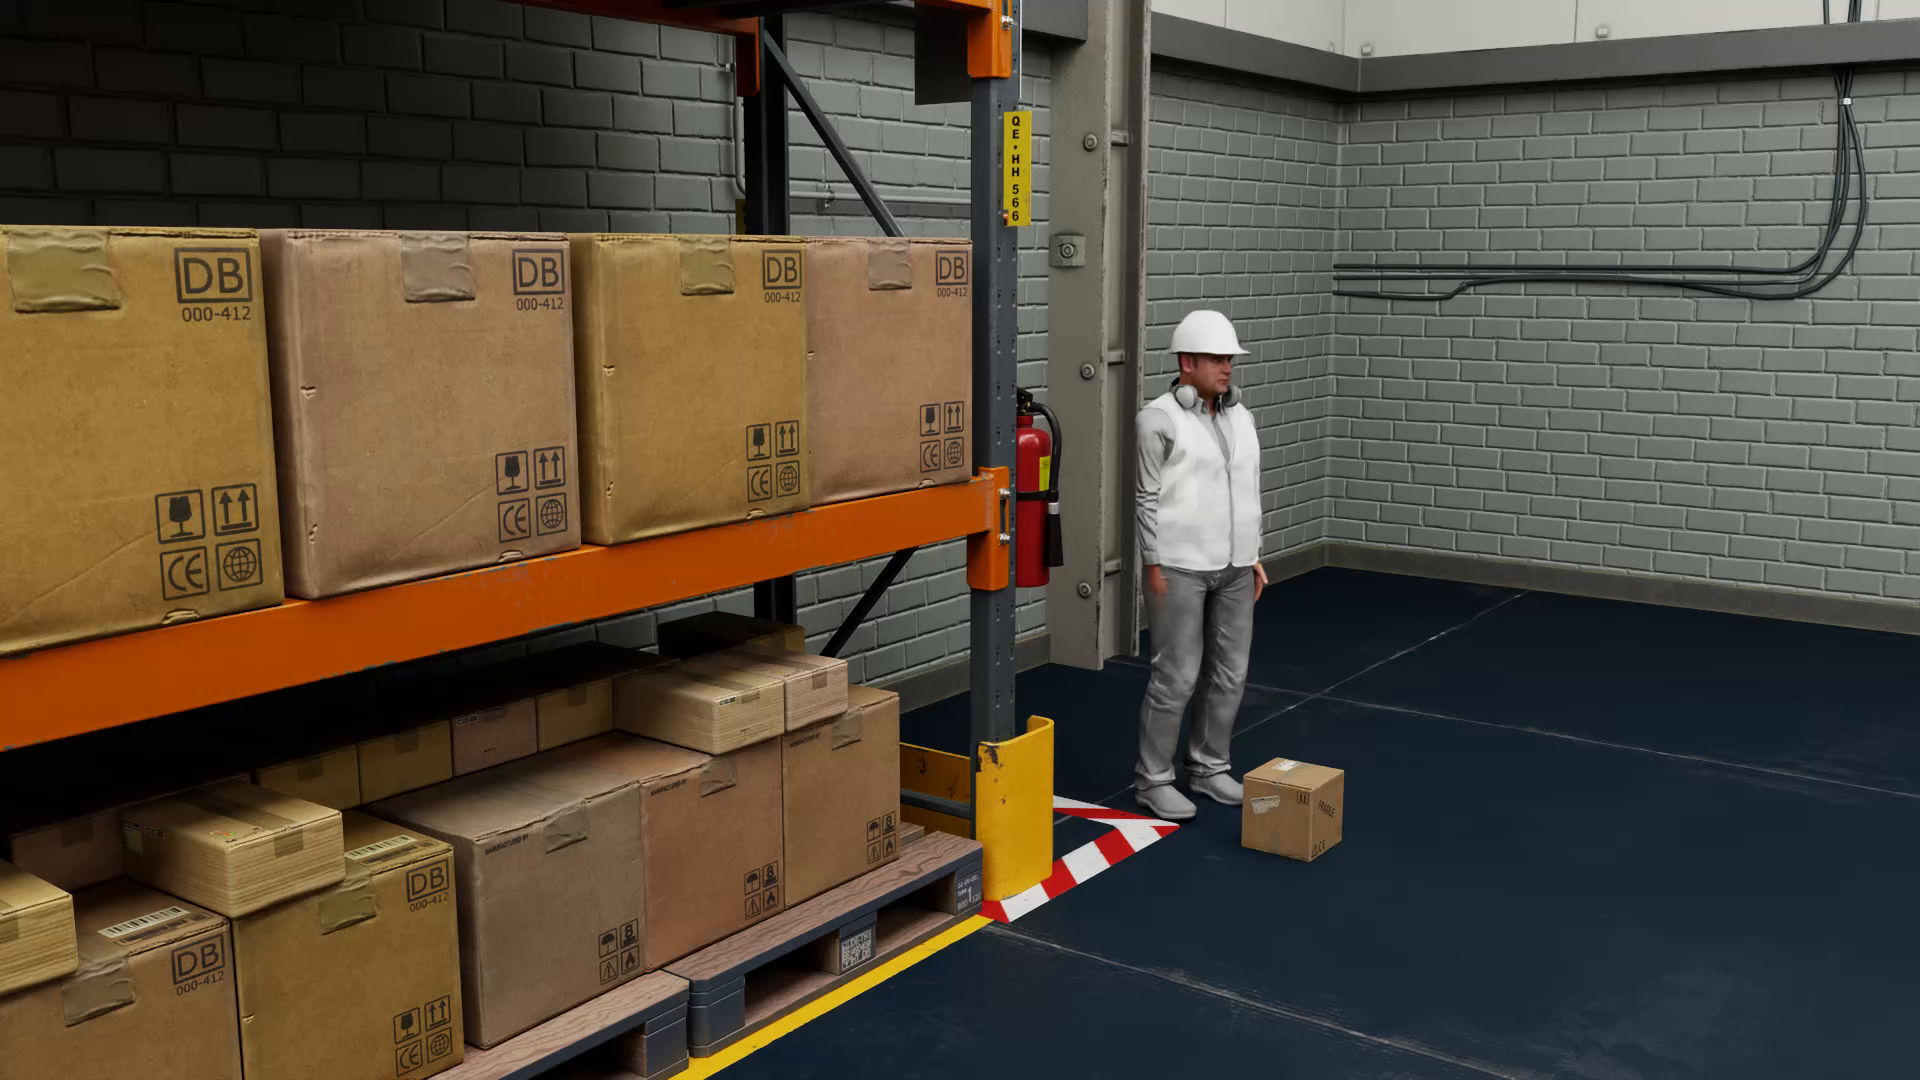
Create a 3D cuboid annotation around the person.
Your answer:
[{"bbox_3d":[0.858,0.080,5.868,0.533,1.766,0.360,-6,11,-31],"label":"person"}]
